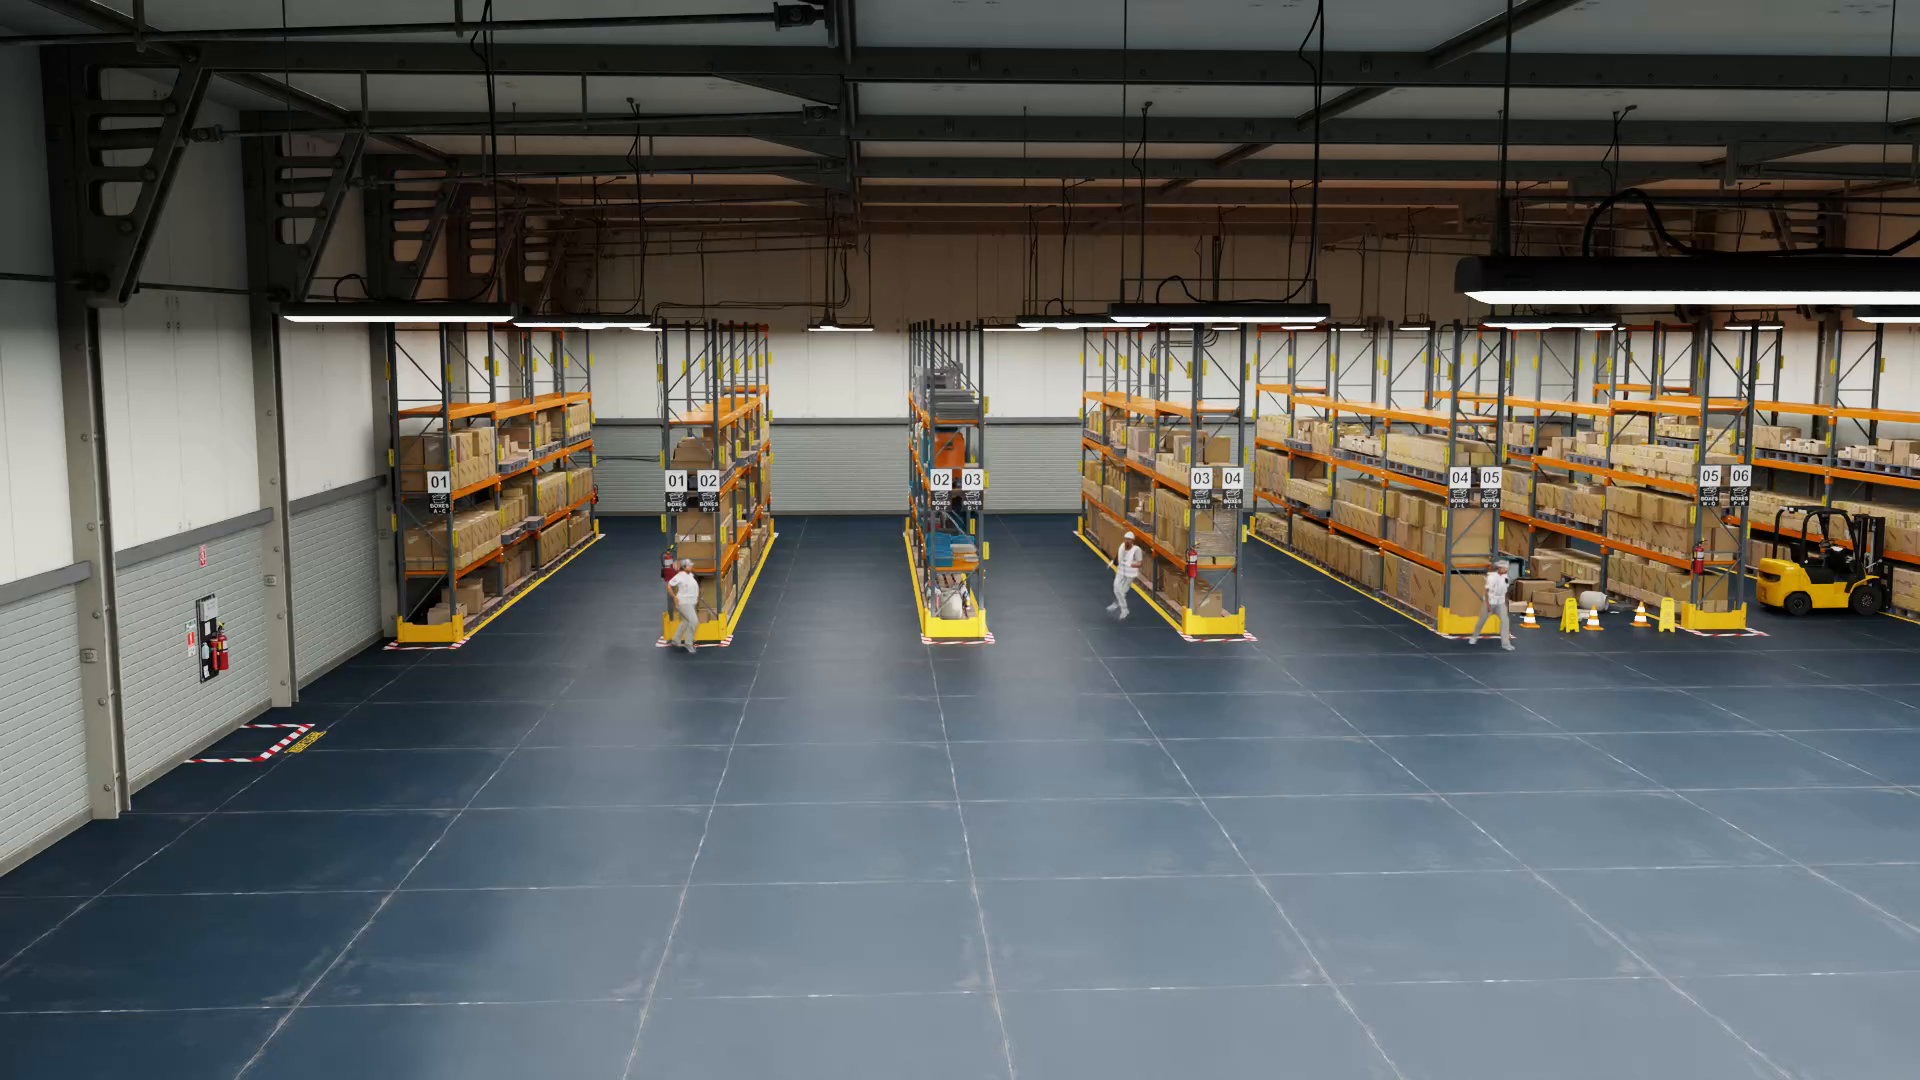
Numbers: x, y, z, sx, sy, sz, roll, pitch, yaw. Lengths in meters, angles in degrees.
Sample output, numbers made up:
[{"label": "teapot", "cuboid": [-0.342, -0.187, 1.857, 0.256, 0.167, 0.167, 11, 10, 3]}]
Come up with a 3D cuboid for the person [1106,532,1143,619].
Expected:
[{"label": "person", "cuboid": [3.229, 0.672, 32.666, 0.807, 1.711, 0.714, 3, 8, 21]}]

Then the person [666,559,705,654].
[{"label": "person", "cuboid": [-4.948, 1.201, 30.088, 0.738, 1.726, 0.590, 2, 7, 18]}]

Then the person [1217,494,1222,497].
[{"label": "person", "cuboid": [6.779, -0.472, 43.403, 0.590, 1.744, 0.830, -1, 7, -6]}]

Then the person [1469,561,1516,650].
[{"label": "person", "cuboid": [9.786, 1.165, 30.467, 0.625, 1.623, 0.870, -2, 7, -19]}]
